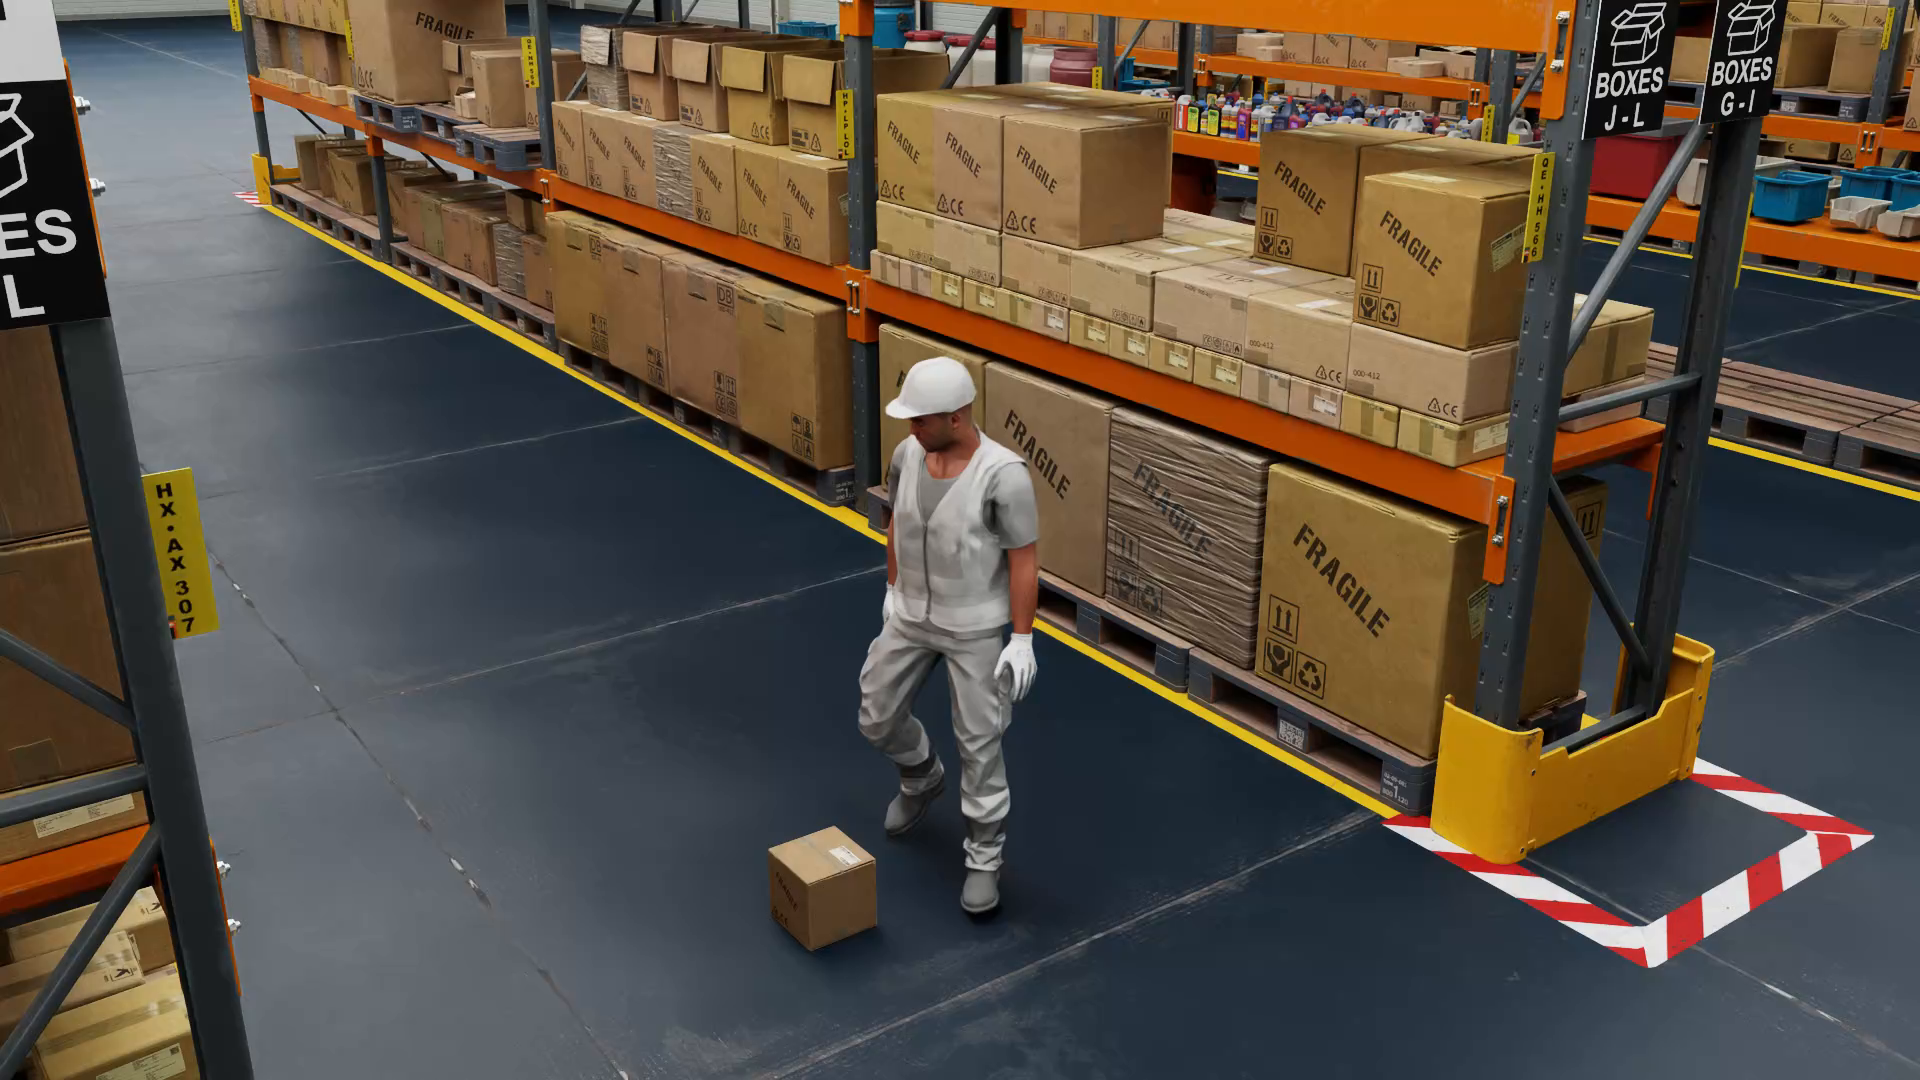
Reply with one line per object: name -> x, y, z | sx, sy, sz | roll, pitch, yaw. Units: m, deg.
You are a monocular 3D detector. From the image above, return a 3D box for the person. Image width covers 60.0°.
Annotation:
person -> -0.018, 0.272, 5.317 | 0.664, 1.786, 0.525 | 12, 24, 29
